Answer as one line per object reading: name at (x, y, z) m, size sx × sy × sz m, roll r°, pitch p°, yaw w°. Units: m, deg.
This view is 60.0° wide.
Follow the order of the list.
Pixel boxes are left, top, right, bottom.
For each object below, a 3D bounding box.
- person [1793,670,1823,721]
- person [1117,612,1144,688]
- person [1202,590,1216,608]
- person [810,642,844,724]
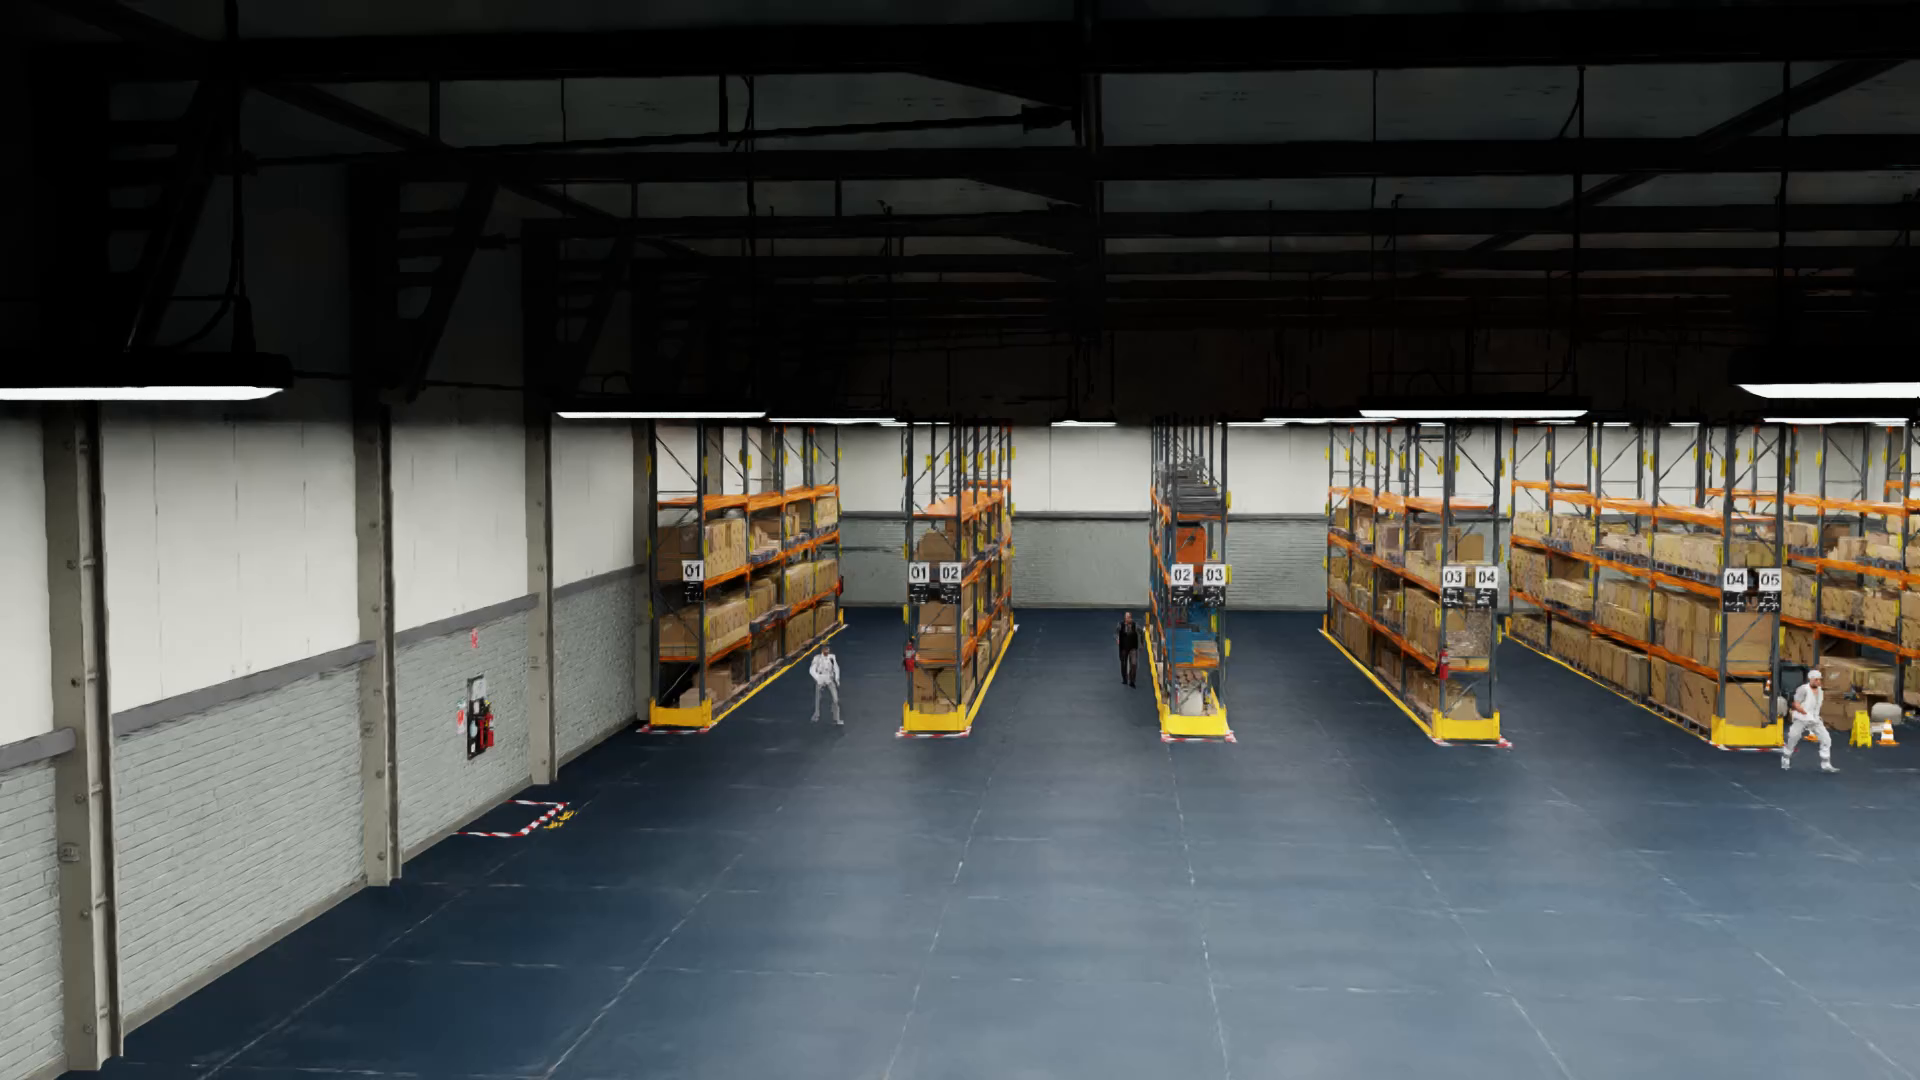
person at (14.103, 2.565, 27.584) m, size 0.416 × 0.857 × 0.483 m, roll -1°, pitch 4°, yaw -12°
person at (3.773, 2.404, 36.960) m, size 0.601 × 1.653 × 0.866 m, roll 1°, pitch 4°, yaw 11°
person at (6.662, 1.872, 44.294) m, size 0.350 × 1.741 × 0.563 m, roll -1°, pitch 4°, yaw -18°
person at (-2.589, 2.741, 32.215) m, size 0.588 × 1.607 × 0.801 m, roll -1°, pitch 4°, yaw -12°
